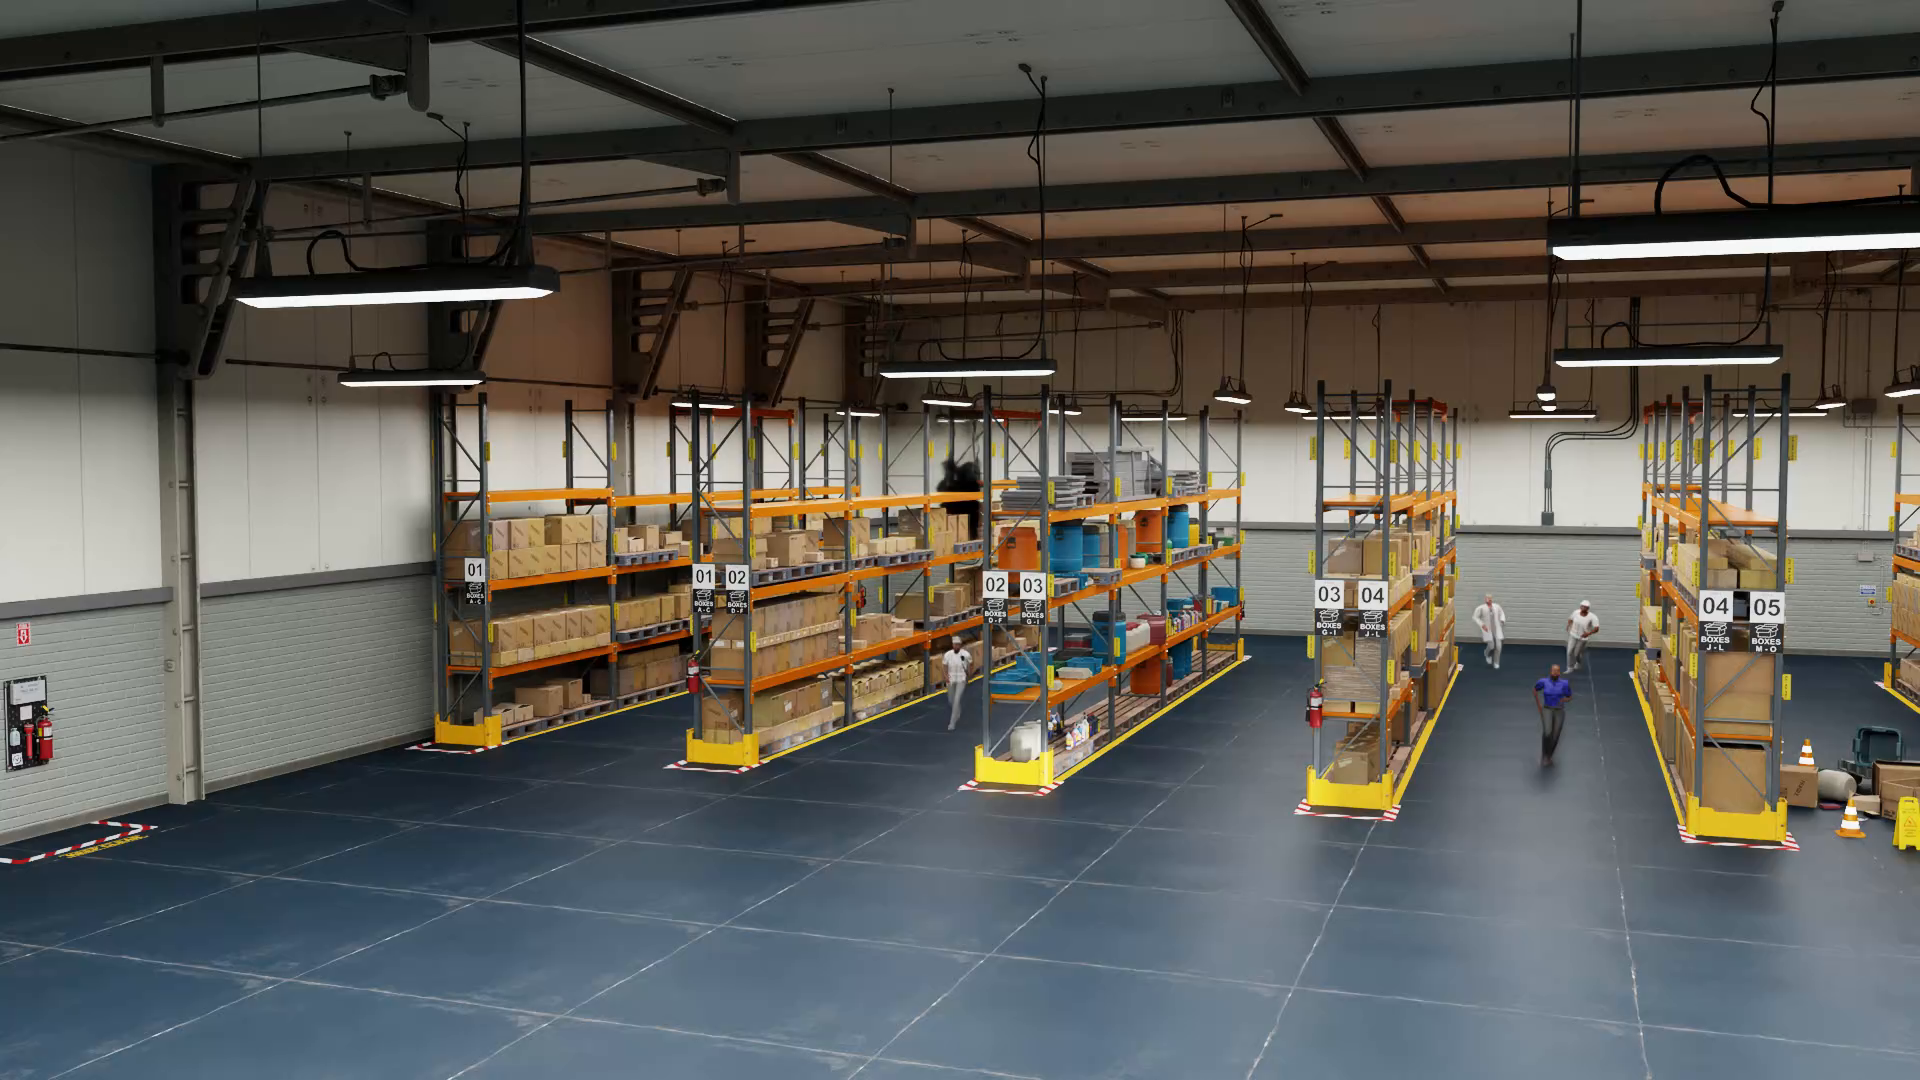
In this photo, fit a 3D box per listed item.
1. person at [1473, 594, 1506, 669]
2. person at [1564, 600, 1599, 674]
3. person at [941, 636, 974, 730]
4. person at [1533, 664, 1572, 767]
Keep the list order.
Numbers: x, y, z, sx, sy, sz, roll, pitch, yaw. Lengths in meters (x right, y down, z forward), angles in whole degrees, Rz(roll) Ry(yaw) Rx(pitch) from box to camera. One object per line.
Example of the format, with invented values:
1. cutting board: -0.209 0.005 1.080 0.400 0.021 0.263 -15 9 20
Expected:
1. person: 12.260 2.104 38.485 0.736 1.723 0.690 0 3 -4
2. person: 13.996 2.182 37.394 0.632 1.687 0.725 -3 4 -41
3. person: -0.043 2.572 30.255 0.600 1.683 0.804 0 3 9
4. person: 9.425 2.779 26.428 0.564 1.641 0.717 1 3 11
